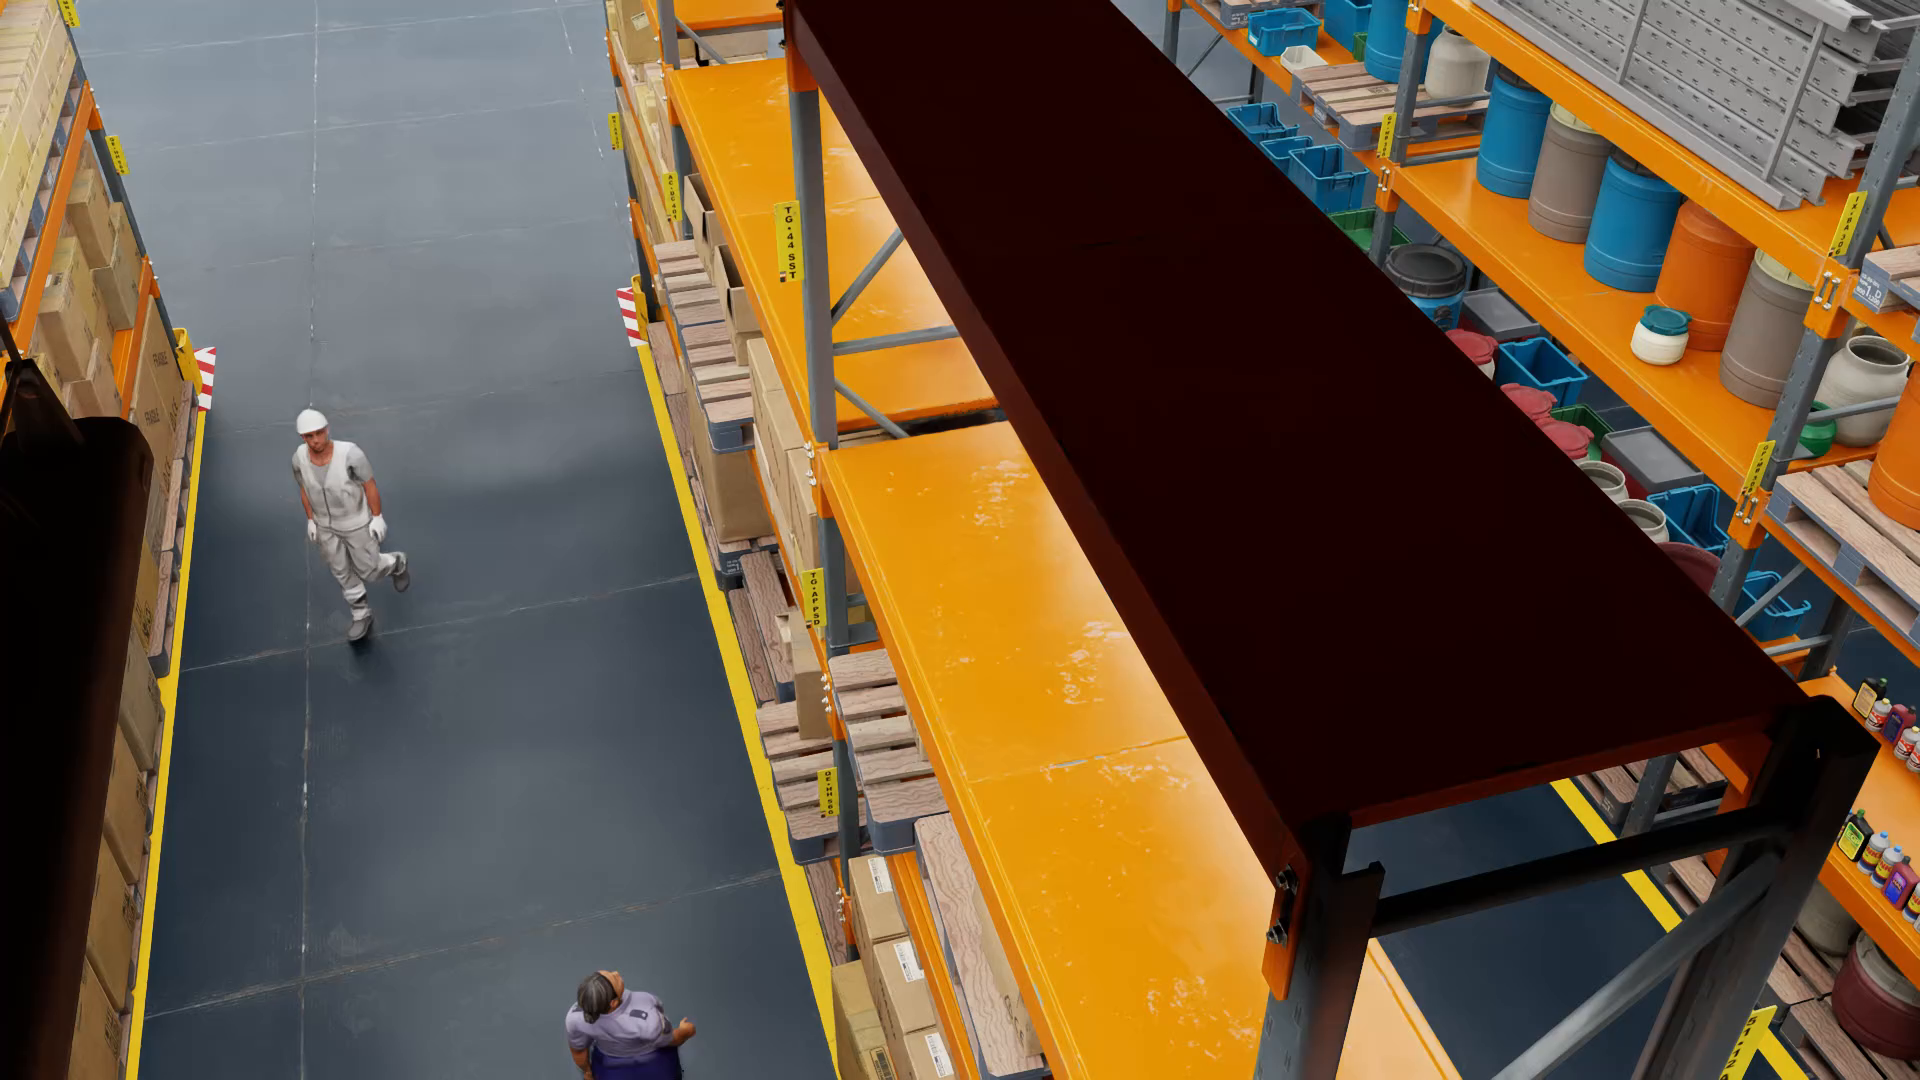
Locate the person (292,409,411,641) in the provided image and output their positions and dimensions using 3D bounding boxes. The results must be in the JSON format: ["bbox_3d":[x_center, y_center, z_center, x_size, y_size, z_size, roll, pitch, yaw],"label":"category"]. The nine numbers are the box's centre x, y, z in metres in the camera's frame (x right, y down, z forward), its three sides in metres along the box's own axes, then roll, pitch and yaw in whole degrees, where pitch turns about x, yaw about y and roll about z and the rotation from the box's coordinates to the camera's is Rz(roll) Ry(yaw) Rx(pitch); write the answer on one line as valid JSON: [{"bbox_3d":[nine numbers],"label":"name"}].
[{"bbox_3d":[-4.256,-0.167,11.596,0.556,1.773,0.725,11,40,13],"label":"person"}]

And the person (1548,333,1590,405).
[{"bbox_3d":[4.905,-1.578,13.380,0.398,1.793,0.602,-1,38,-1],"label":"person"}]

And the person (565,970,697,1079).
[{"bbox_3d":[-1.534,2.516,7.928,0.580,1.571,0.955,-8,39,-10],"label":"person"}]
